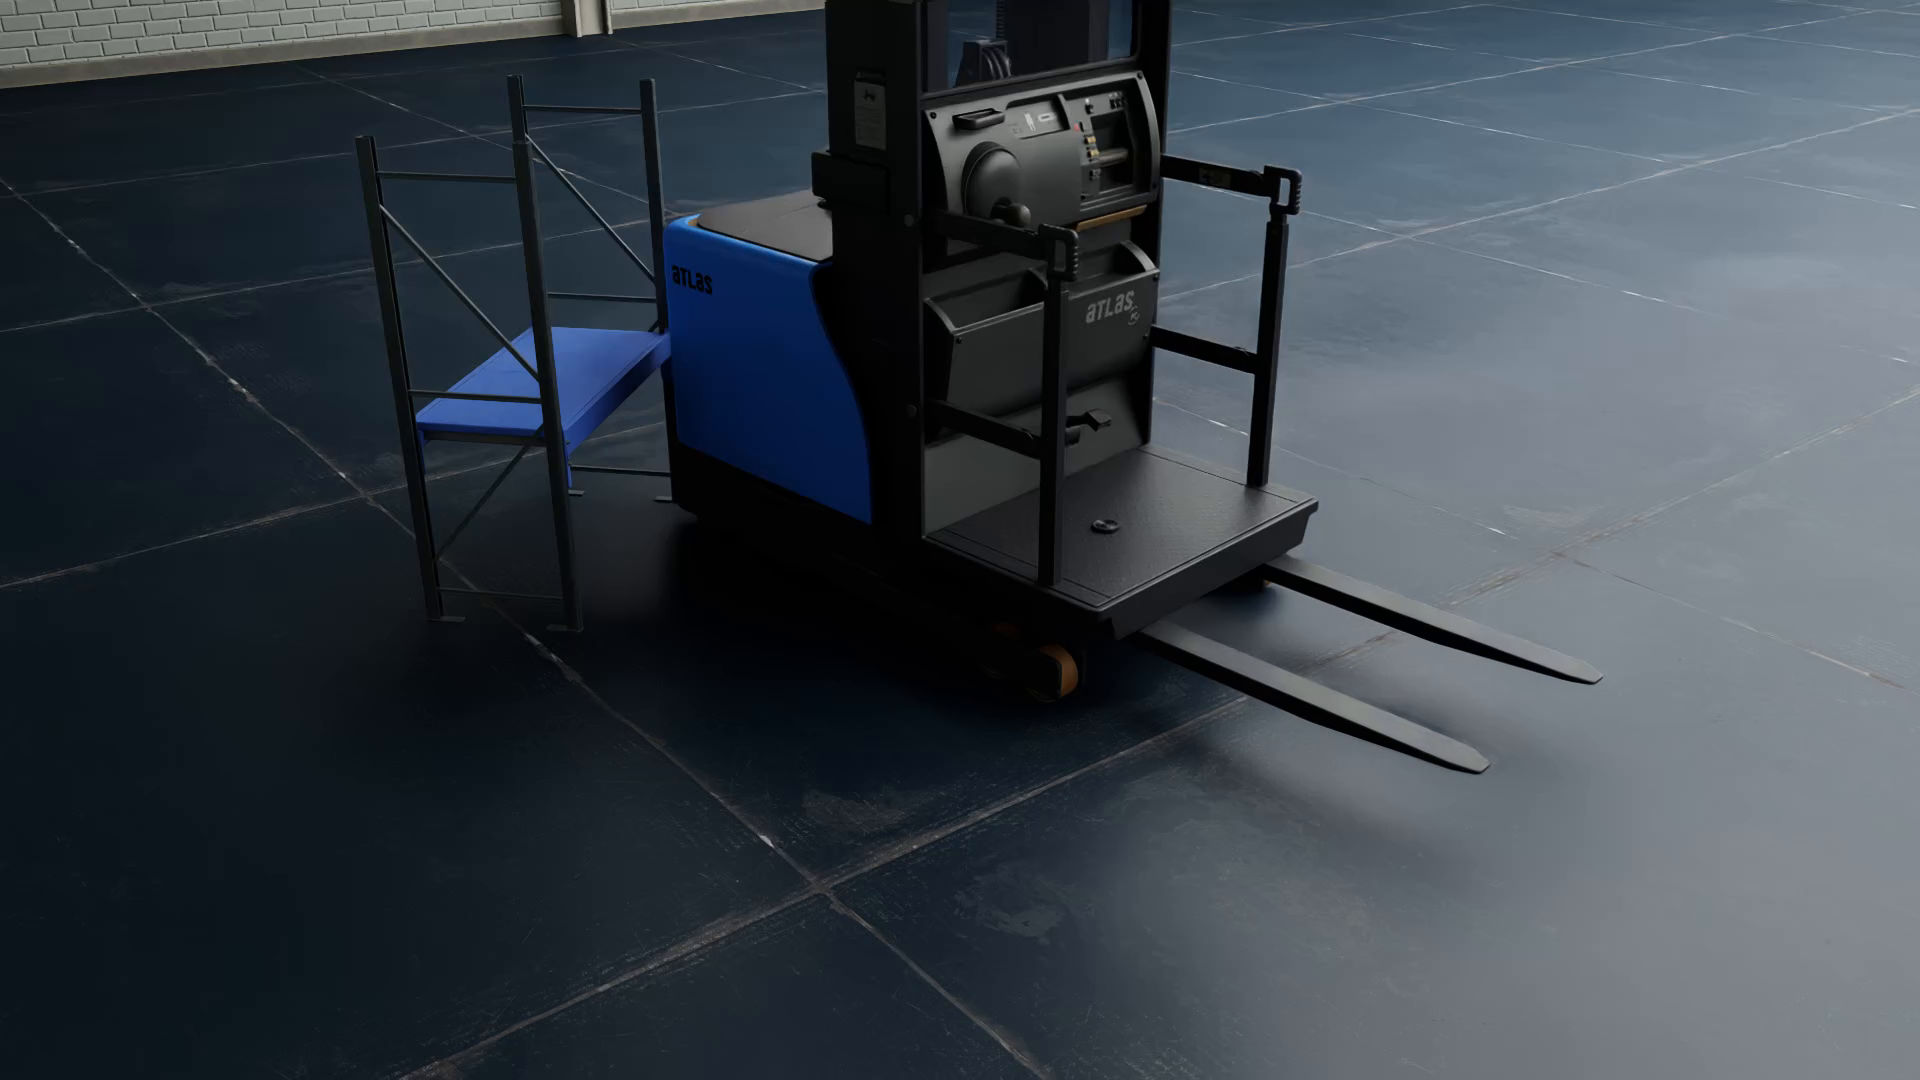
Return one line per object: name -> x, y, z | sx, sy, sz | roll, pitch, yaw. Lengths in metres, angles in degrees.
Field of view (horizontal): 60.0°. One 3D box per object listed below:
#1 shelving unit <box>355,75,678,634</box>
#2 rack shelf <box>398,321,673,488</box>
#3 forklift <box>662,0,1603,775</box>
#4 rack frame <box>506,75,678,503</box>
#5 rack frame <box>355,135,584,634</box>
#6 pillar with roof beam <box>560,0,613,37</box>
shelving unit -> -1.331, -0.626, 5.317 | 0.538, 1.500, 1.048 | 4, 25, 9
rack shelf -> -1.331, -0.463, 5.393 | 0.538, 0.185, 1.000 | 4, 25, 9
forklift -> 0.407, -1.112, 4.665 | 3.031, 2.935, 1.130 | 23, 33, 40
rack frame -> -1.246, -0.837, 5.772 | 0.500, 1.500, 0.032 | 4, 25, 9
rack frame -> -1.415, -0.415, 4.862 | 0.500, 1.500, 0.032 | 4, 25, 9
pillar with roof beam -> -1.083, -7.752, 11.763 | 0.400, 9.000, 9.100 | -18, 31, -34
